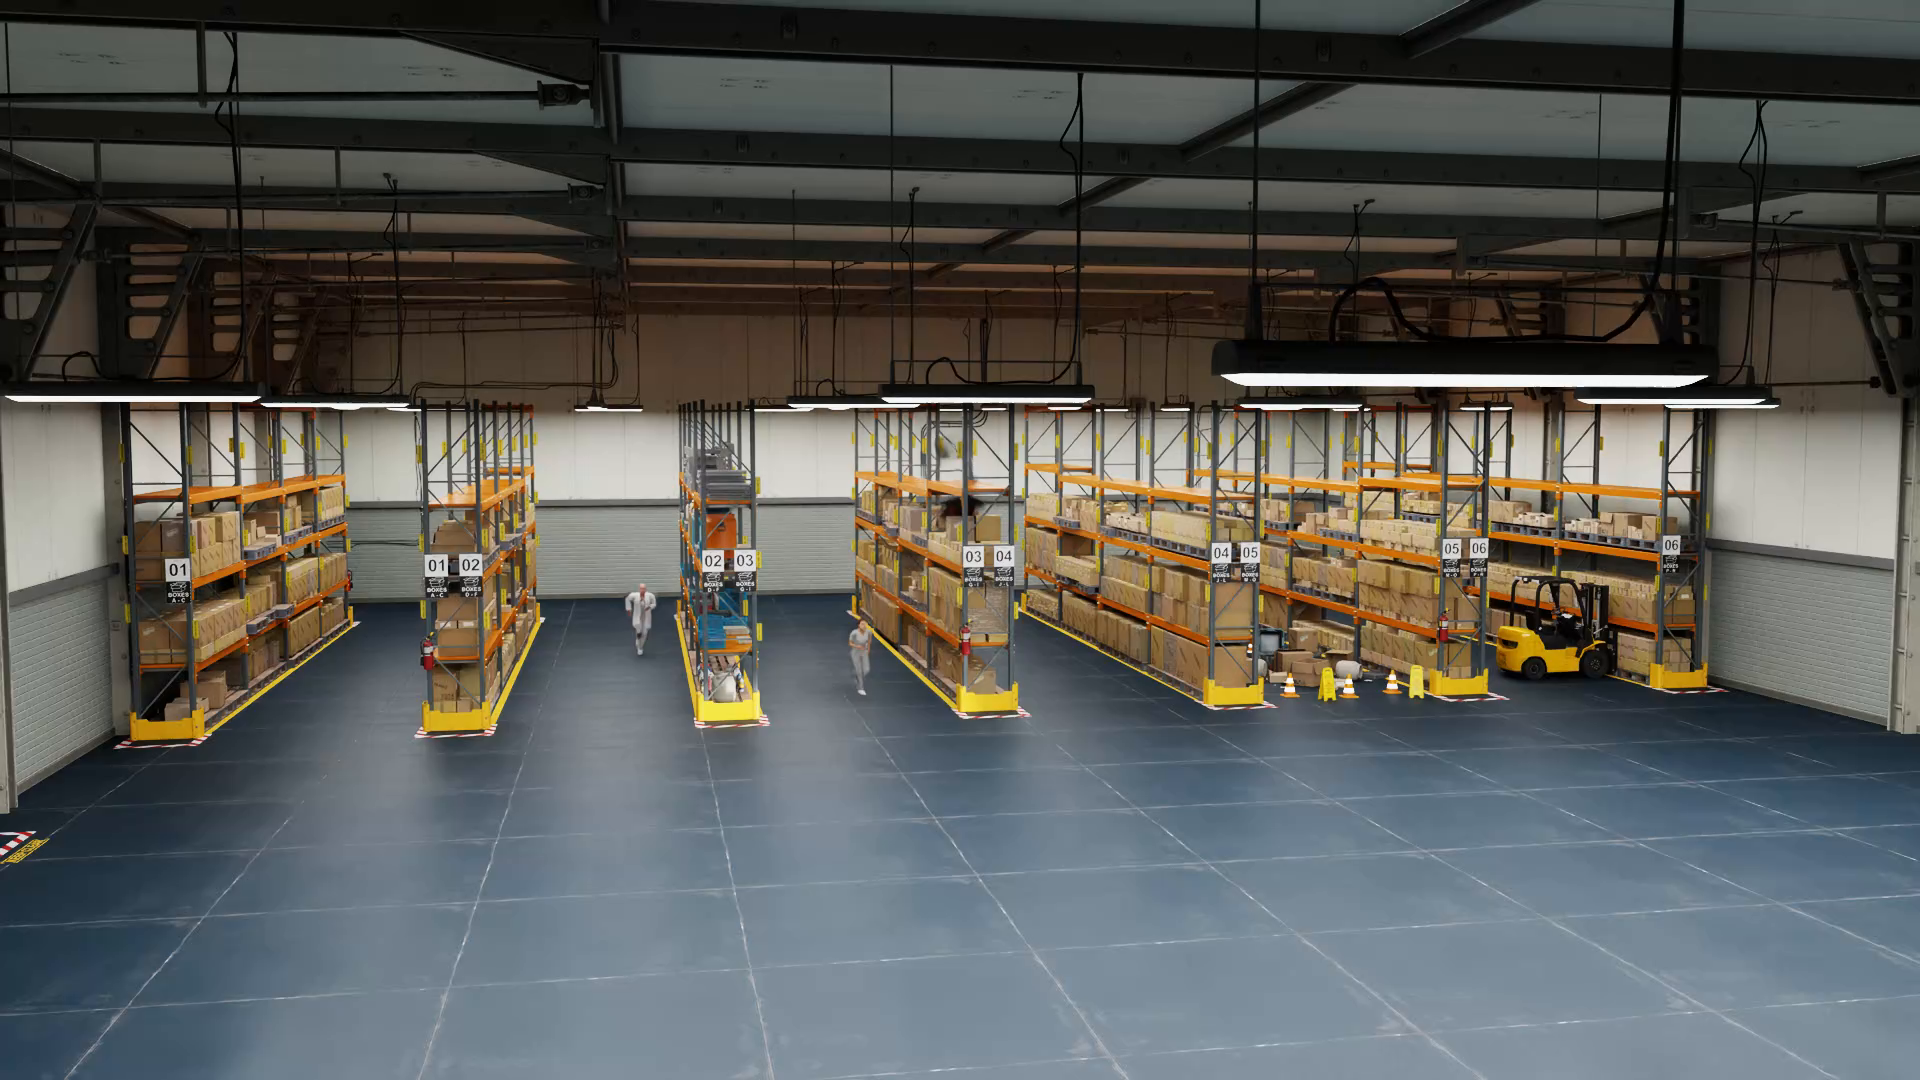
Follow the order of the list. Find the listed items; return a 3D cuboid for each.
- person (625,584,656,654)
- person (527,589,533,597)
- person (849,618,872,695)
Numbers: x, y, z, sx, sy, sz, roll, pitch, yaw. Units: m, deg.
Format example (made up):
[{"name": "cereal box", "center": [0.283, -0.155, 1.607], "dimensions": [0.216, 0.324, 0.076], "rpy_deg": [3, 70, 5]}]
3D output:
[{"name": "person", "center": [-7.596, 1.895, 39.671], "dimensions": [0.694, 1.685, 0.776], "rpy_deg": [-2, 5, -19]}, {"name": "person", "center": [-12.552, 1.274, 47.866], "dimensions": [0.606, 1.690, 0.648], "rpy_deg": [1, 5, 18]}, {"name": "person", "center": [-2.026, 2.376, 34.009], "dimensions": [0.554, 1.594, 0.688], "rpy_deg": [-2, 5, -20]}]
